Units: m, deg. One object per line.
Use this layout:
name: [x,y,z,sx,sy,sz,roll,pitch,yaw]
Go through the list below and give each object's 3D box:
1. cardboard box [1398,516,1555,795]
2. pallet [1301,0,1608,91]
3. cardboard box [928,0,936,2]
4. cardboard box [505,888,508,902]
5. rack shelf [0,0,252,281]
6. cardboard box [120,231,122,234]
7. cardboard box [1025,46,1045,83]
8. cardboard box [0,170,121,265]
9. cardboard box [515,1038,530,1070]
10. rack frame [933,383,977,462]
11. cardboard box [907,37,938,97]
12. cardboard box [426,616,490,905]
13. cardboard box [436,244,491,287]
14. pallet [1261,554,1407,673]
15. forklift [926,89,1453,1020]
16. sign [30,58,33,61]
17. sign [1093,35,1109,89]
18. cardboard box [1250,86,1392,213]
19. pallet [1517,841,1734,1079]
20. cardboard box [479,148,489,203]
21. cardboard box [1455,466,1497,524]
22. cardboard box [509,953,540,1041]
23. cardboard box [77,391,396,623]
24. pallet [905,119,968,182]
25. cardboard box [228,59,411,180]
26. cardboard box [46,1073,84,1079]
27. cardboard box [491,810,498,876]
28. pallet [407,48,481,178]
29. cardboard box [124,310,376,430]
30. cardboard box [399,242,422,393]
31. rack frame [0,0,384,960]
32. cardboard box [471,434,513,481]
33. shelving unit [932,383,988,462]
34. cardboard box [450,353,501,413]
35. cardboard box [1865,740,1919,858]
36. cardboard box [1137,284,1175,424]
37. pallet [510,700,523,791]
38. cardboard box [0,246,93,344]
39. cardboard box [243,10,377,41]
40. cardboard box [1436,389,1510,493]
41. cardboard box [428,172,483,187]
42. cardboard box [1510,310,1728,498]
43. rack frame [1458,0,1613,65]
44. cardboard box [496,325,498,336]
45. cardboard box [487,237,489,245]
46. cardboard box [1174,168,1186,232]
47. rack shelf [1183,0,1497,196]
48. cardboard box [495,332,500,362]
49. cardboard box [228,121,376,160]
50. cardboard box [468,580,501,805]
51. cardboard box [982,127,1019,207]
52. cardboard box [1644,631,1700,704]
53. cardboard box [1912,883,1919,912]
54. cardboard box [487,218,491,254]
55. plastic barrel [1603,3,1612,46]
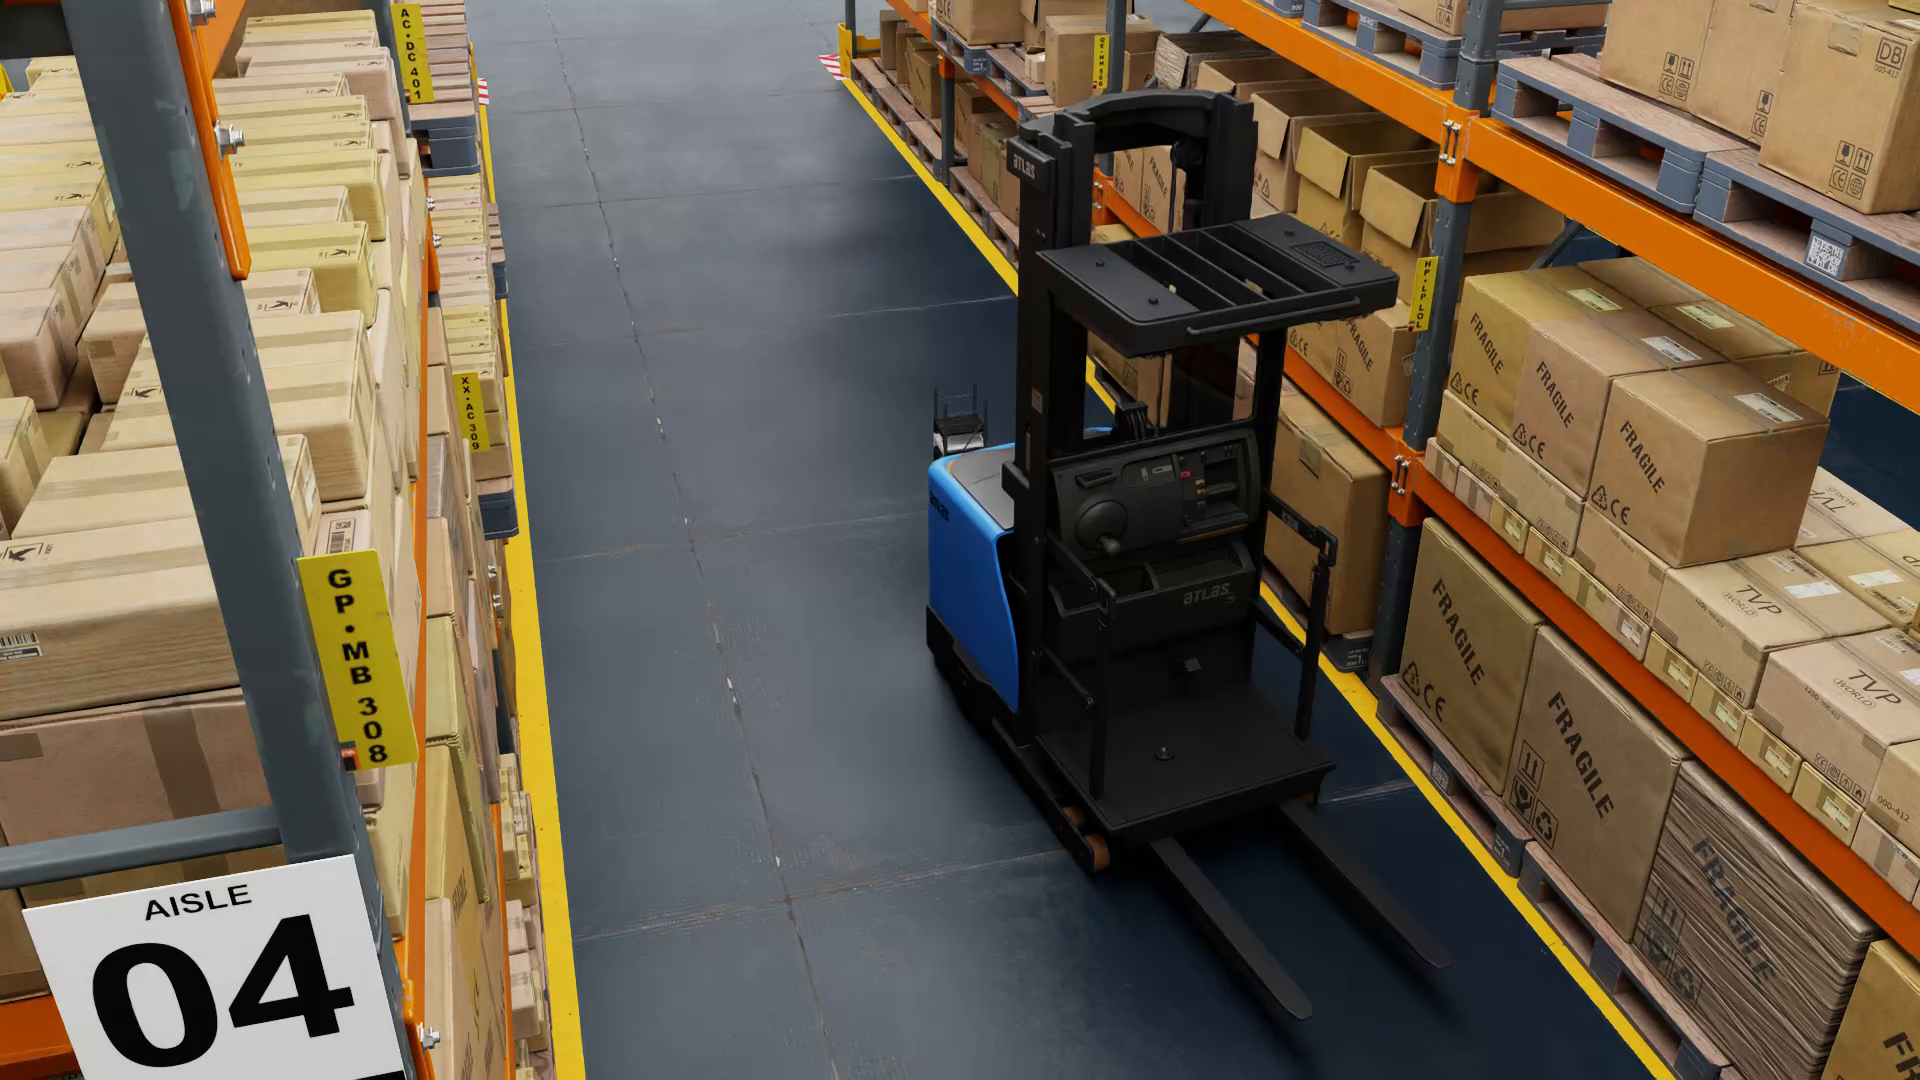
cardboard box: [2.556,0.432,7.212,0.875,0.875,0.875,-8,31,-13]
pallet: [2.167,-2.287,7.404,0.805,0.209,1.217,-9,31,-15]
cardboard box: [-0.071,-4.706,14.637,0.380,0.149,0.250,-8,31,-13]
cardboard box: [-1.817,1.399,5.969,0.380,0.149,0.250,-8,31,-13]
rack shelf: [-1.820,-1.343,3.308,1.077,0.370,4.000,-8,31,-13]
cardboard box: [-2.207,-0.724,4.163,0.500,0.250,0.500,-7,31,-12]
cardboard box: [0.693,-3.460,11.949,0.396,0.266,0.258,-9,31,-15]
cardboard box: [-2.122,-0.709,3.738,0.380,0.149,0.250,-9,31,-15]
cardboard box: [-1.639,1.806,5.562,0.380,0.149,0.250,-7,31,-12]
rack frame: [-0.025,-0.435,9.103,0.240,0.900,0.006,-8,31,-13]
cardboard box: [-0.238,-4.638,16.345,0.500,0.500,0.500,-5,30,-9]
cardboard box: [-1.409,0.553,3.905,0.500,0.500,0.500,-9,31,-14]
cardboard box: [-2.356,-1.231,7.620,0.380,0.149,0.250,-7,31,-11]
pallet: [2.181,0.209,8.679,1.003,0.211,1.213,-8,31,-13]
forklift: [0.894,-0.141,6.567,1.130,2.935,3.031,-13,32,-21]
sign: [-2.885,-1.642,5.188,0.100,0.325,0.005,-8,31,-13]
sign: [0.876,-2.958,10.289,0.100,0.325,0.005,-8,31,-13]
cardboard box: [1.930,-2.051,8.699,0.797,0.503,0.637,-7,31,-12]
pallet: [2.912,1.539,6.380,1.003,0.211,1.213,-8,31,-13]
cardboard box: [-3.970,-2.342,12.129,1.050,0.750,0.750,-8,31,-13]
cardboard box: [2.286,-0.213,6.874,0.380,0.149,0.250,-9,31,-15]
cardboard box: [-1.588,1.527,5.450,0.380,0.149,0.250,-9,31,-15]
cardboard box: [-1.295,-0.041,2.983,0.500,0.250,0.500,-8,31,-14]
pallet: [0.122,-3.612,15.280,1.003,0.211,1.213,-8,31,-13]
cardboard box: [-1.983,-1.285,5.133,0.500,0.250,0.500,-9,31,-16]
cardboard box: [-1.650,1.114,2.935,0.500,0.500,0.500,-8,31,-14]
cardboard box: [-1.565,0.936,4.889,0.380,0.149,0.250,-7,31,-12]
pallet: [-2.412,-1.554,6.134,1.213,0.211,1.003,-8,31,-13]
cardboard box: [-1.271,-0.286,3.007,0.380,0.149,0.250,-7,31,-13]
cardboard box: [-1.703,-0.569,4.394,0.500,0.250,0.500,-8,31,-14]
rack frame: [-1.289,-0.689,1.458,1.000,3.000,0.127,-8,31,-13]
cardboard box: [-2.012,-0.349,6.691,0.380,0.149,0.250,-9,31,-16]
shelving unit: [0.002,-0.386,9.018,0.258,0.900,0.210,-8,31,-13]
cardboard box: [-2.012,-0.607,6.542,0.380,0.149,0.250,-6,31,-11]
cardboard box: [3.001,0.789,4.746,0.500,0.250,0.500,-8,31,-14]
cardboard box: [1.789,-1.062,9.792,1.225,0.875,0.875,-8,31,-13]
pallet: [-2.559,0.806,7.646,1.003,0.211,1.213,-8,31,-13]
cardboard box: [-1.970,-0.459,3.308,0.380,0.149,0.250,-7,31,-12]
cardboard box: [-2.004,-1.532,5.161,0.380,0.149,0.250,-9,31,-16]
cardboard box: [2.330,-0.438,6.864,0.500,0.250,0.500,-8,31,-14]
cardboard box: [-2.706,-1.863,8.713,0.380,0.149,0.250,-7,31,-12]
cardboard box: [2.462,-0.520,6.258,0.500,0.500,0.500,-8,31,-13]
rack frame: [2.458,-3.232,5.851,1.000,3.000,0.127,-8,31,-13]
cardboard box: [-2.364,-0.979,7.779,0.380,0.149,0.250,-8,31,-14]
cardboard box: [-2.568,-1.484,8.353,0.380,0.149,0.250,-8,31,-14]
cardboard box: [1.542,-1.844,9.342,0.500,0.500,0.500,-8,31,-14]
rack shelf: [1.927,-2.588,8.451,1.077,0.370,4.000,-8,31,-13]
cardboard box: [-2.221,-0.853,7.264,0.380,0.149,0.250,-9,31,-15]
cardboard box: [-1.636,-0.911,4.088,0.380,0.149,0.250,-8,31,-14]
cardboard box: [-1.683,0.491,5.011,0.500,0.500,0.500,-8,31,-14]
cardboard box: [0.585,-3.076,13.625,0.700,0.500,0.500,-8,31,-14]
cardboard box: [2.631,0.413,5.793,0.380,0.149,0.250,-9,31,-15]
cardboard box: [2.971,1.030,4.728,0.380,0.149,0.250,-8,31,-13]
cardboard box: [-2.705,-1.608,8.866,0.380,0.149,0.250,-7,31,-12]
plastic barrel: [5.347,-4.371,13.672,0.433,0.535,0.433,0,30,0]
